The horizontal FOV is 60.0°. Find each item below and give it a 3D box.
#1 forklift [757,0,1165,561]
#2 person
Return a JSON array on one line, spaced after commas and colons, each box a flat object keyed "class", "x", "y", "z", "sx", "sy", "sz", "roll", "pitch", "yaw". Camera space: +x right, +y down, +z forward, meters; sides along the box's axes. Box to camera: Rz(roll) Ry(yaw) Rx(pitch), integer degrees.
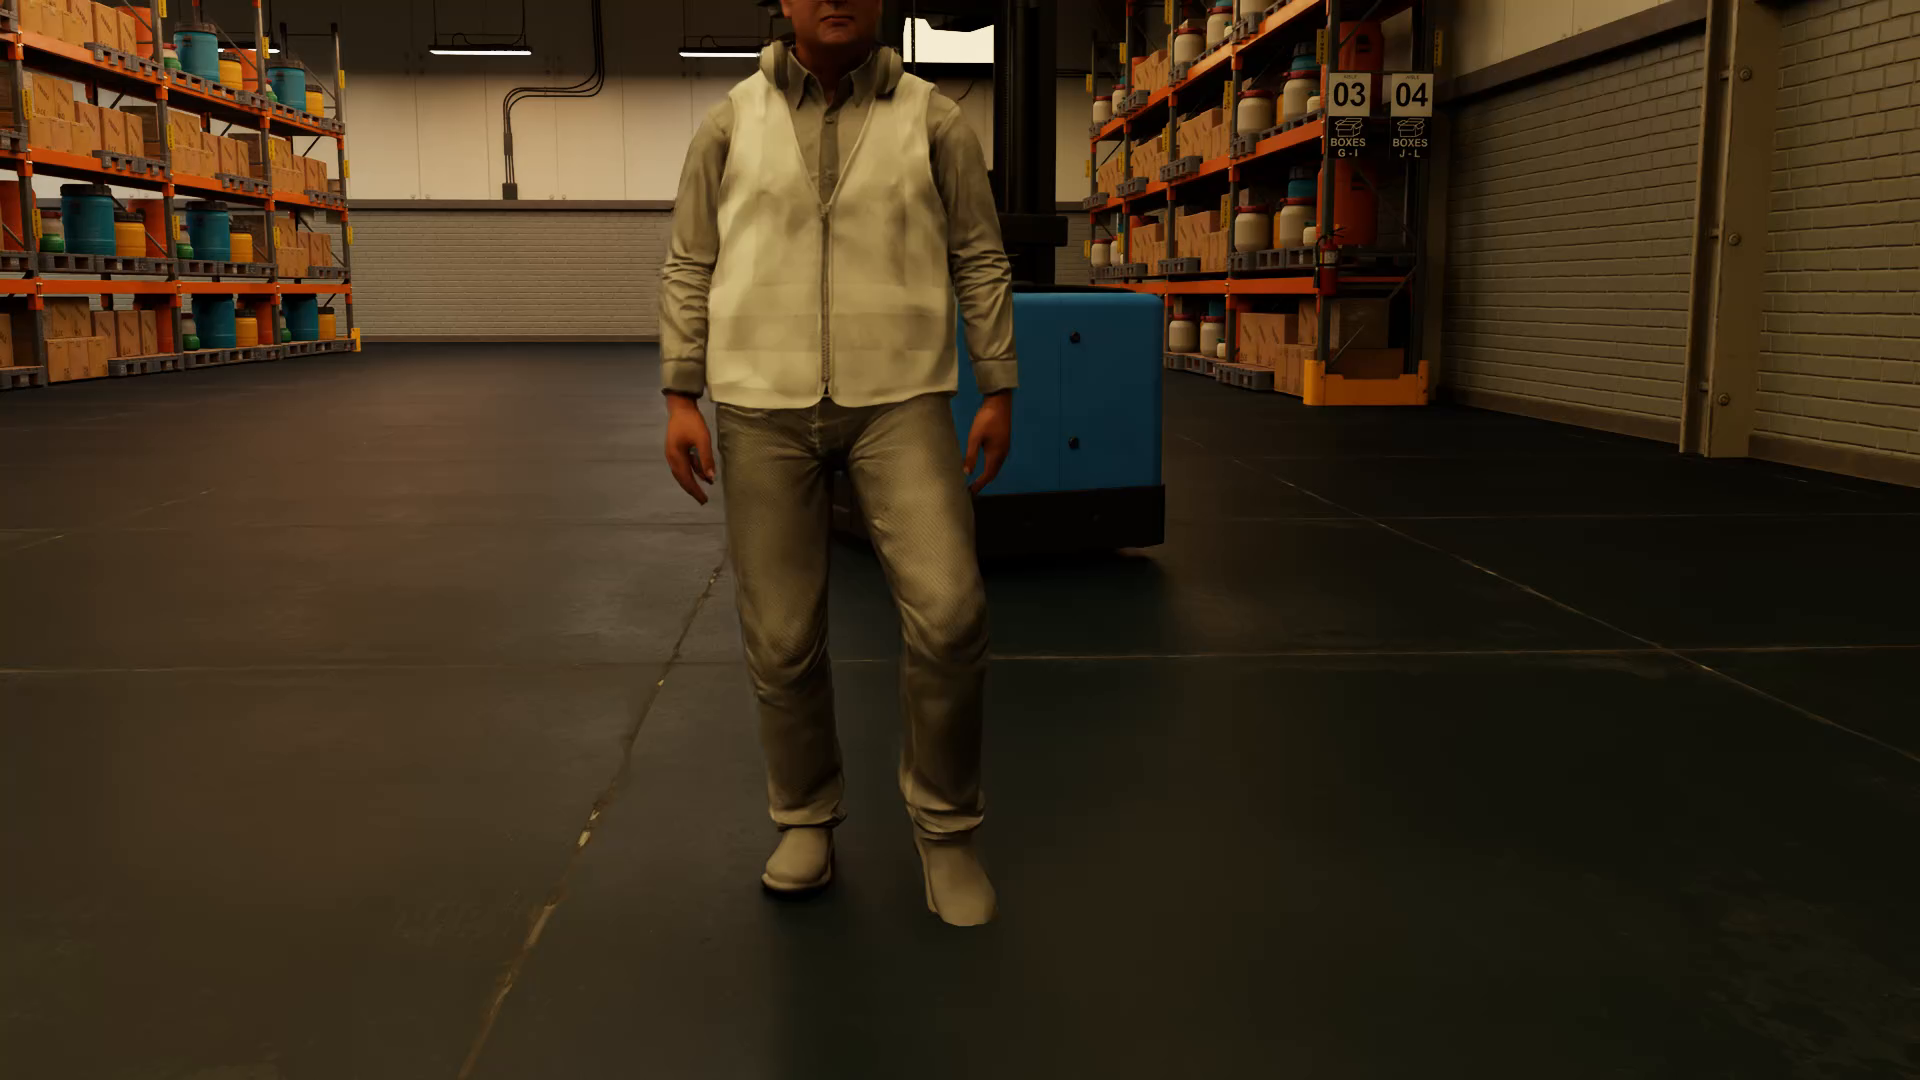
[{"class": "forklift", "x": -0.264, "y": -1.530, "z": 7.637, "sx": 1.130, "sy": 2.935, "sz": 3.031, "roll": -4, "pitch": 9, "yaw": -25}, {"class": "person", "x": -0.212, "y": -0.208, "z": 2.901, "sx": 0.639, "sy": 1.800, "sz": 0.507, "roll": 0, "pitch": 8, "yaw": -2}]
